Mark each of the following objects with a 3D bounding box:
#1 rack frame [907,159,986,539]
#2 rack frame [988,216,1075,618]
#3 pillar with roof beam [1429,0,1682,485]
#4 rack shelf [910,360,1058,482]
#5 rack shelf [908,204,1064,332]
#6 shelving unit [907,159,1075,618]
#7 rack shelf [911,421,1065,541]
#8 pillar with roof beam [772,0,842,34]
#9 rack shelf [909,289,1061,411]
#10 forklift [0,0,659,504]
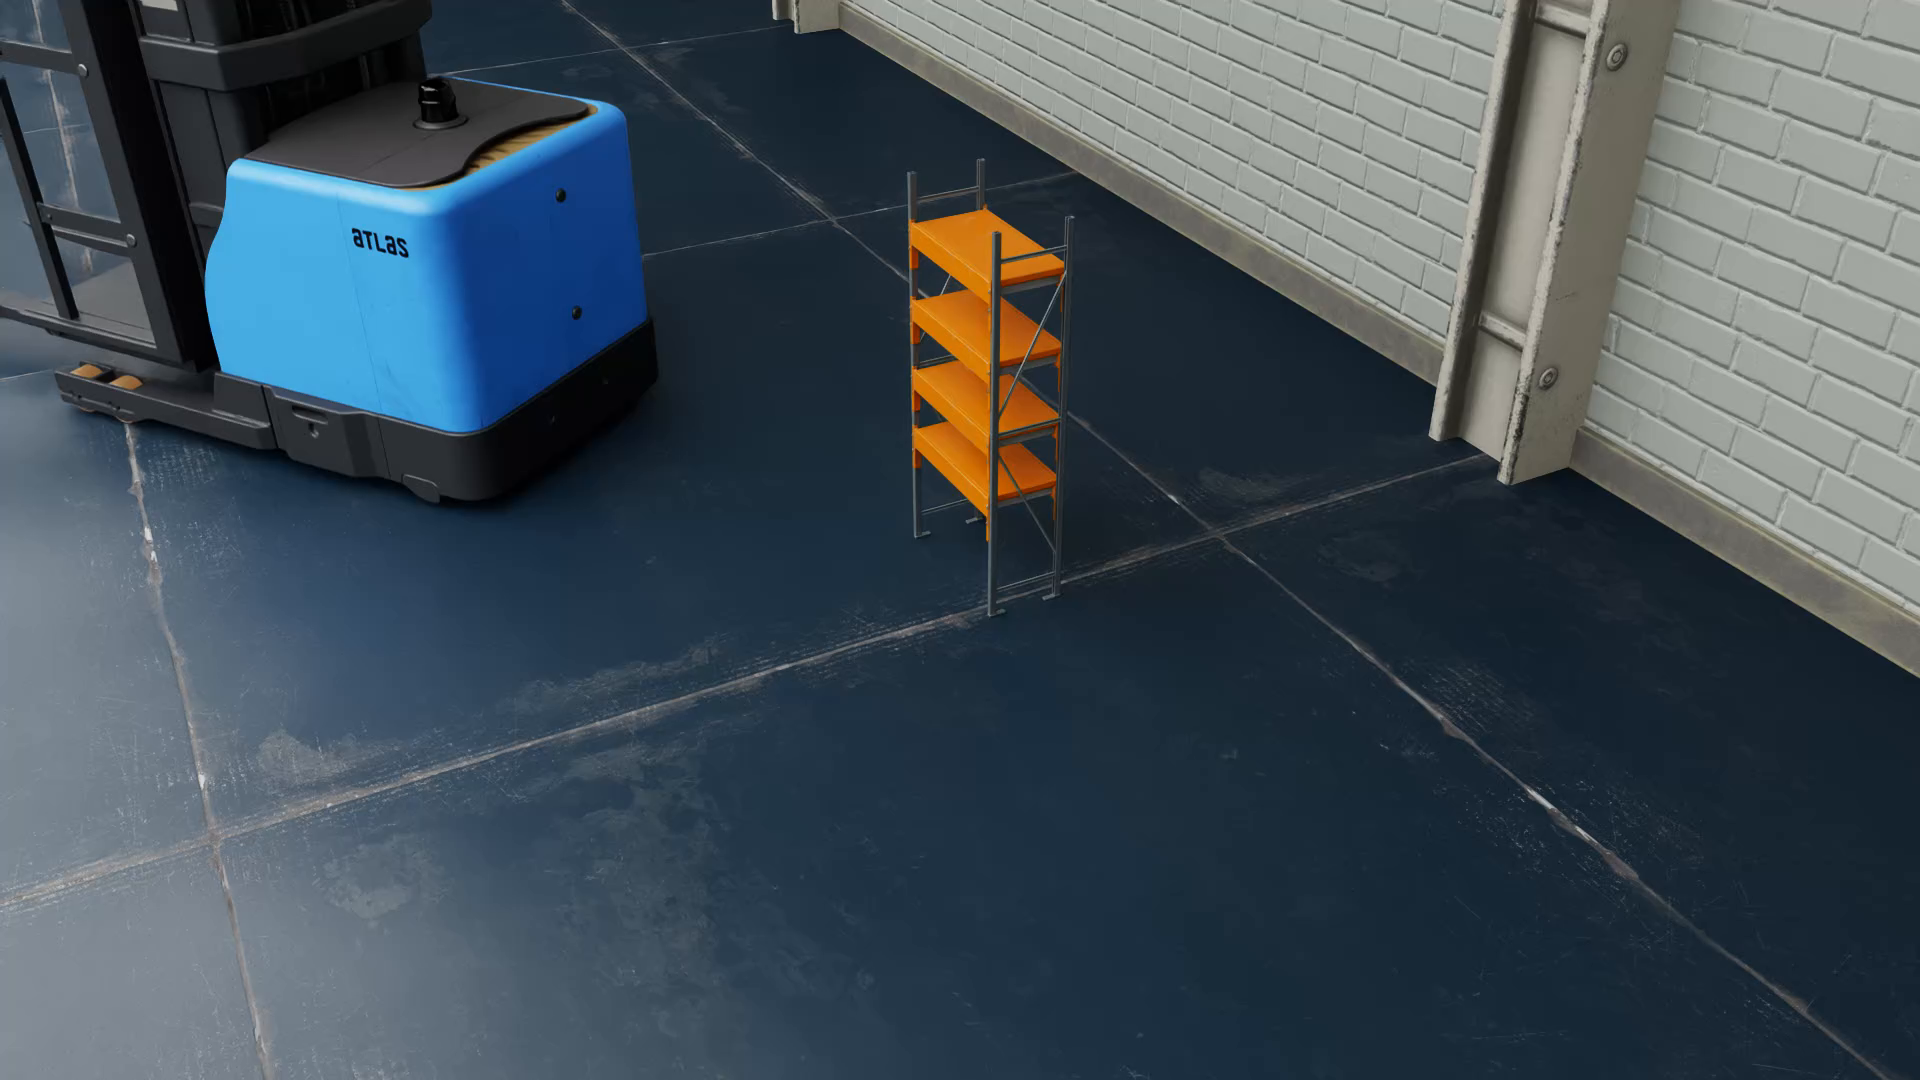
[{"bbox_3d":[-0.037,-0.543,4.985,0.240,1.200,0.015,-16,36,-23],"label":"rack frame"},{"bbox_3d":[0.191,-0.310,4.621,0.240,1.200,0.015,-16,36,-23],"label":"rack frame"},{"bbox_3d":[-1.942,-3.020,1.622,9.100,9.000,0.400,-16,36,-23],"label":"pillar with roof beam"},{"bbox_3d":[0.077,-0.370,4.839,0.258,0.148,0.480,-16,36,-23],"label":"rack shelf"},{"bbox_3d":[0.077,-0.757,4.591,0.258,0.148,0.480,-16,36,-23],"label":"rack shelf"},{"bbox_3d":[0.077,-0.426,4.803,0.258,1.200,0.503,-16,36,-23],"label":"shelving unit"},{"bbox_3d":[0.077,-0.202,4.946,0.258,0.148,0.480,-16,36,-23],"label":"rack shelf"},{"bbox_3d":[-4.740,-5.883,6.091,9.100,9.000,0.400,-16,36,-23],"label":"pillar with roof beam"},{"bbox_3d":[0.077,-0.558,4.719,0.258,0.148,0.480,-16,36,-23],"label":"rack shelf"},{"bbox_3d":[-2.651,-1.887,5.478,3.031,2.935,1.130,14,35,21],"label":"forklift"}]
